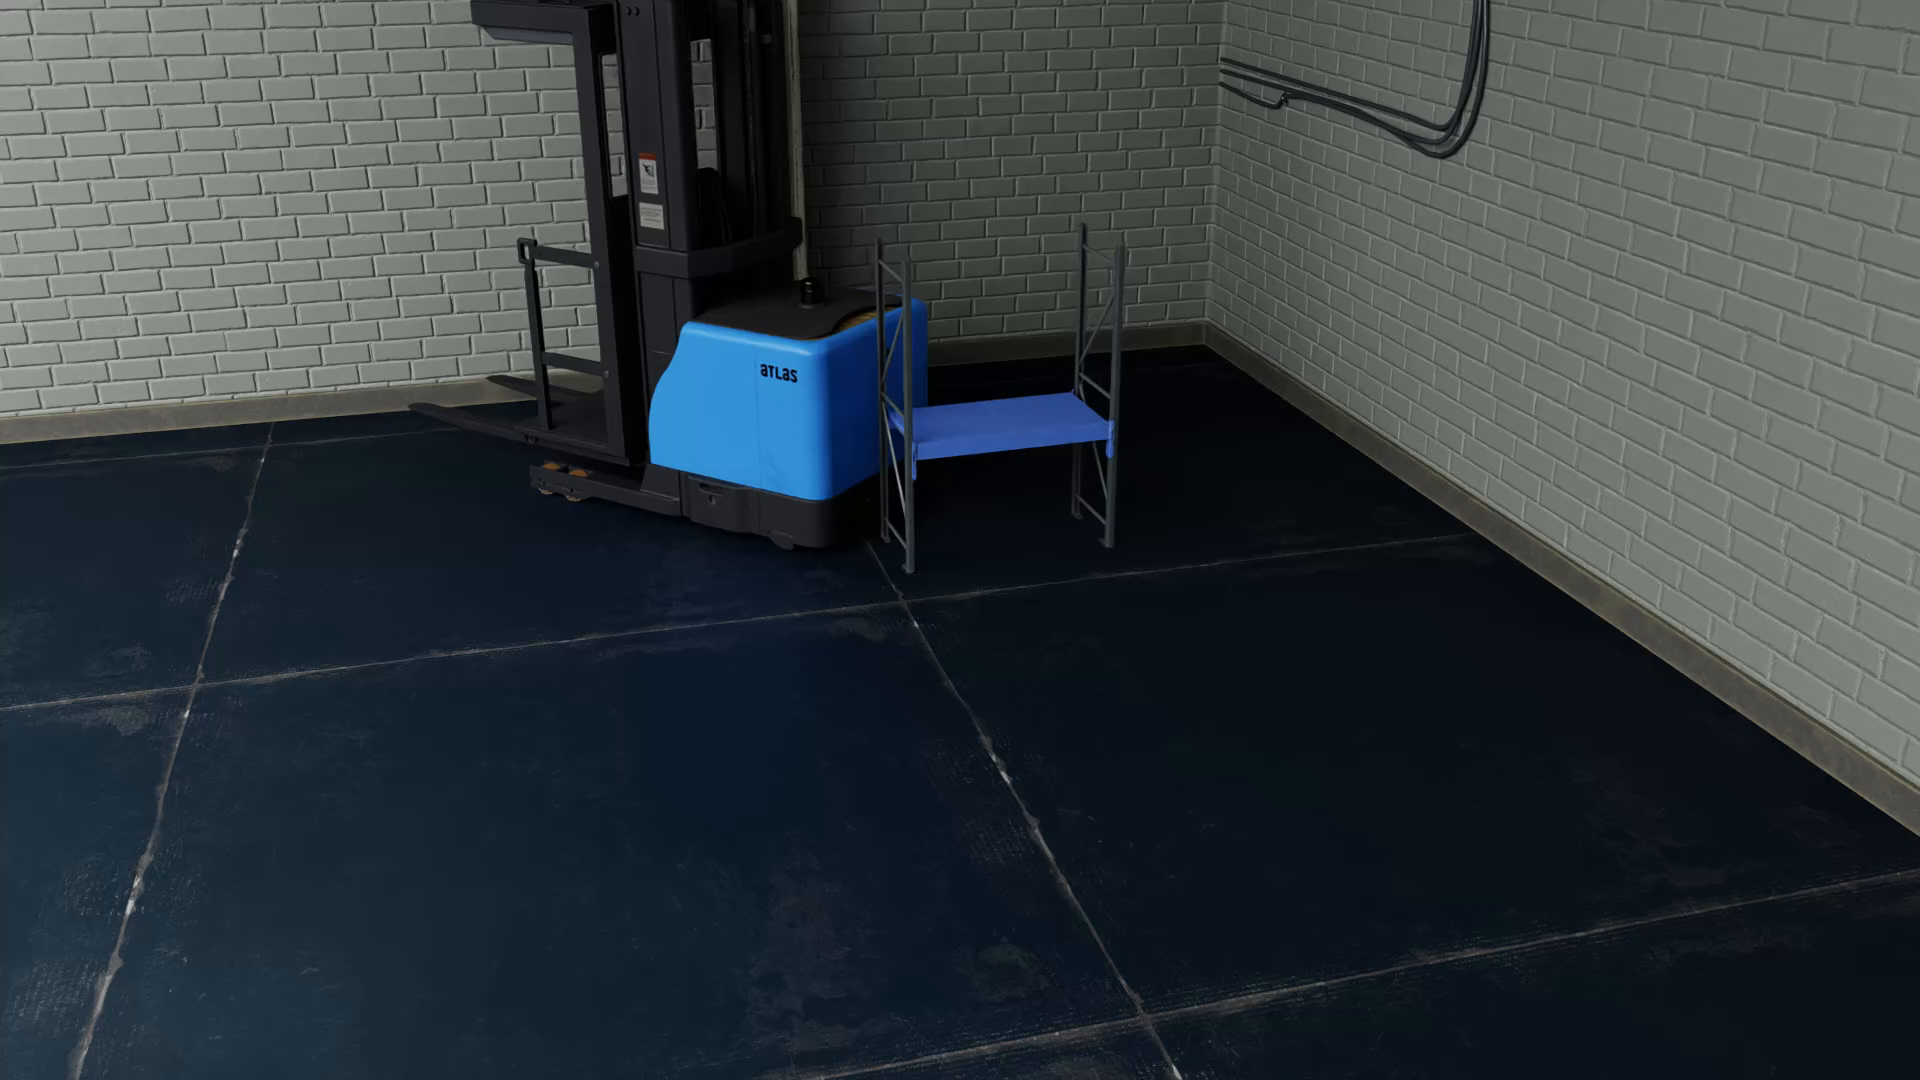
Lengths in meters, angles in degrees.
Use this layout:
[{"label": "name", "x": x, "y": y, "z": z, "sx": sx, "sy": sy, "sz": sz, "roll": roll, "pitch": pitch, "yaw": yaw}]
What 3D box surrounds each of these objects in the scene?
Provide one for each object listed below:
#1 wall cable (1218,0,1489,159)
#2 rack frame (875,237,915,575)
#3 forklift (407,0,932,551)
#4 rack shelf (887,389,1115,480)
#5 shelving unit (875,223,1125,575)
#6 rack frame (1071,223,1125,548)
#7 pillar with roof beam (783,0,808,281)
[{"label": "wall cable", "x": 2.034, "y": -3.499, "z": 8.930, "sx": 0.112, "sy": 2.526, "sz": 3.097, "roll": -6, "pitch": 24, "yaw": -14}, {"label": "rack frame", "x": -0.305, "y": -0.621, "z": 7.795, "sx": 0.032, "sy": 1.500, "sz": 0.500, "roll": -7, "pitch": 24, "yaw": -16}, {"label": "forklift", "x": -1.678, "y": -1.710, "z": 8.519, "sx": 3.031, "sy": 2.935, "sz": 1.130, "roll": 13, "pitch": 27, "yaw": 28}, {"label": "rack shelf", "x": 0.179, "y": -0.517, "z": 8.008, "sx": 1.000, "sy": 0.185, "sz": 0.538, "roll": -7, "pitch": 24, "yaw": -16}, {"label": "shelving unit", "x": 0.179, "y": -0.682, "z": 7.938, "sx": 1.048, "sy": 1.500, "sz": 0.538, "roll": -7, "pitch": 24, "yaw": -16}, {"label": "rack frame", "x": 0.663, "y": -0.743, "z": 8.080, "sx": 0.032, "sy": 1.500, "sz": 0.500, "roll": -7, "pitch": 24, "yaw": -16}, {"label": "pillar with roof beam", "x": 0.003, "y": -3.480, "z": 4.948, "sx": 0.400, "sy": 9.000, "sz": 9.100, "roll": -6, "pitch": 24, "yaw": -14}]
